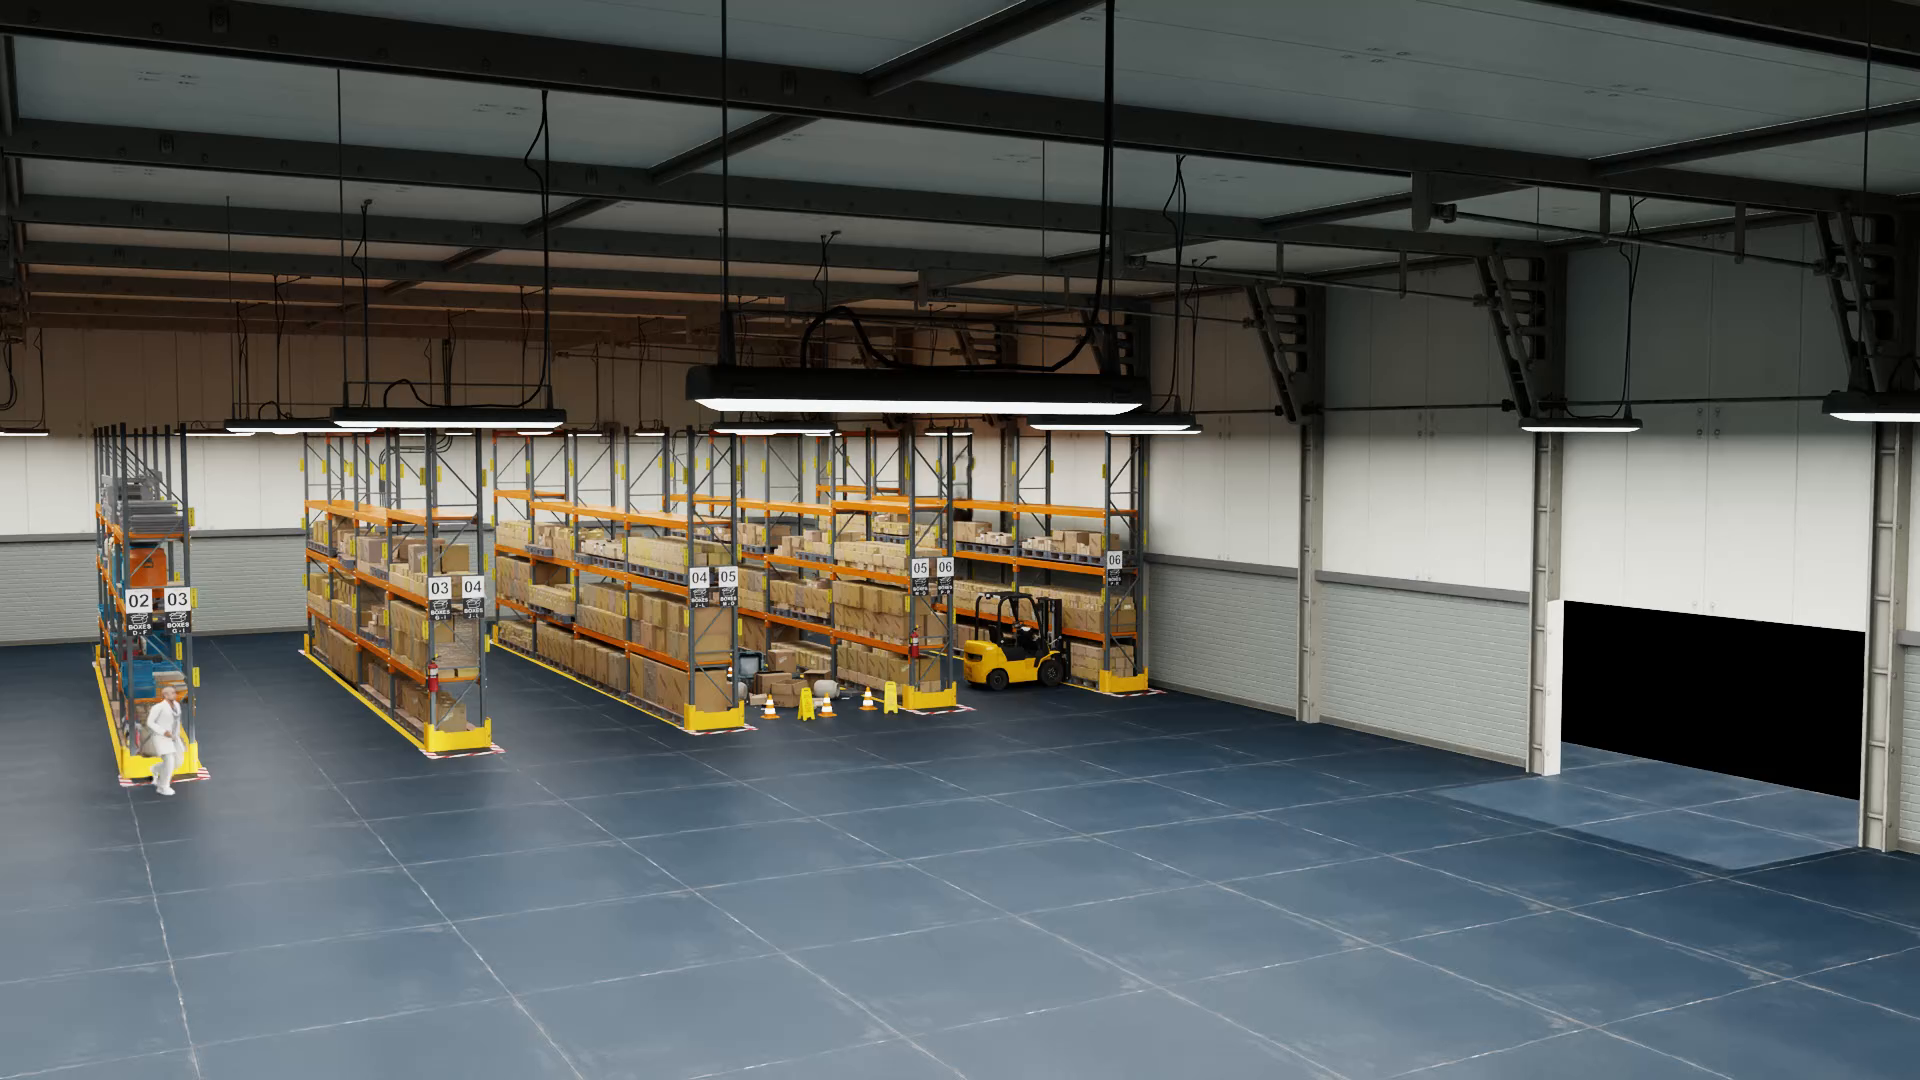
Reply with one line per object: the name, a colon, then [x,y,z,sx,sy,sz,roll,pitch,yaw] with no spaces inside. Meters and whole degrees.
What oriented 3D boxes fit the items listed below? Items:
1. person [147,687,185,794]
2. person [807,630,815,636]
person: [-12.878,3.245,26.975,0.660,1.737,0.734,1,4,16]
person: [-4.454,1.995,47.961,0.756,1.731,0.547,3,4,38]
